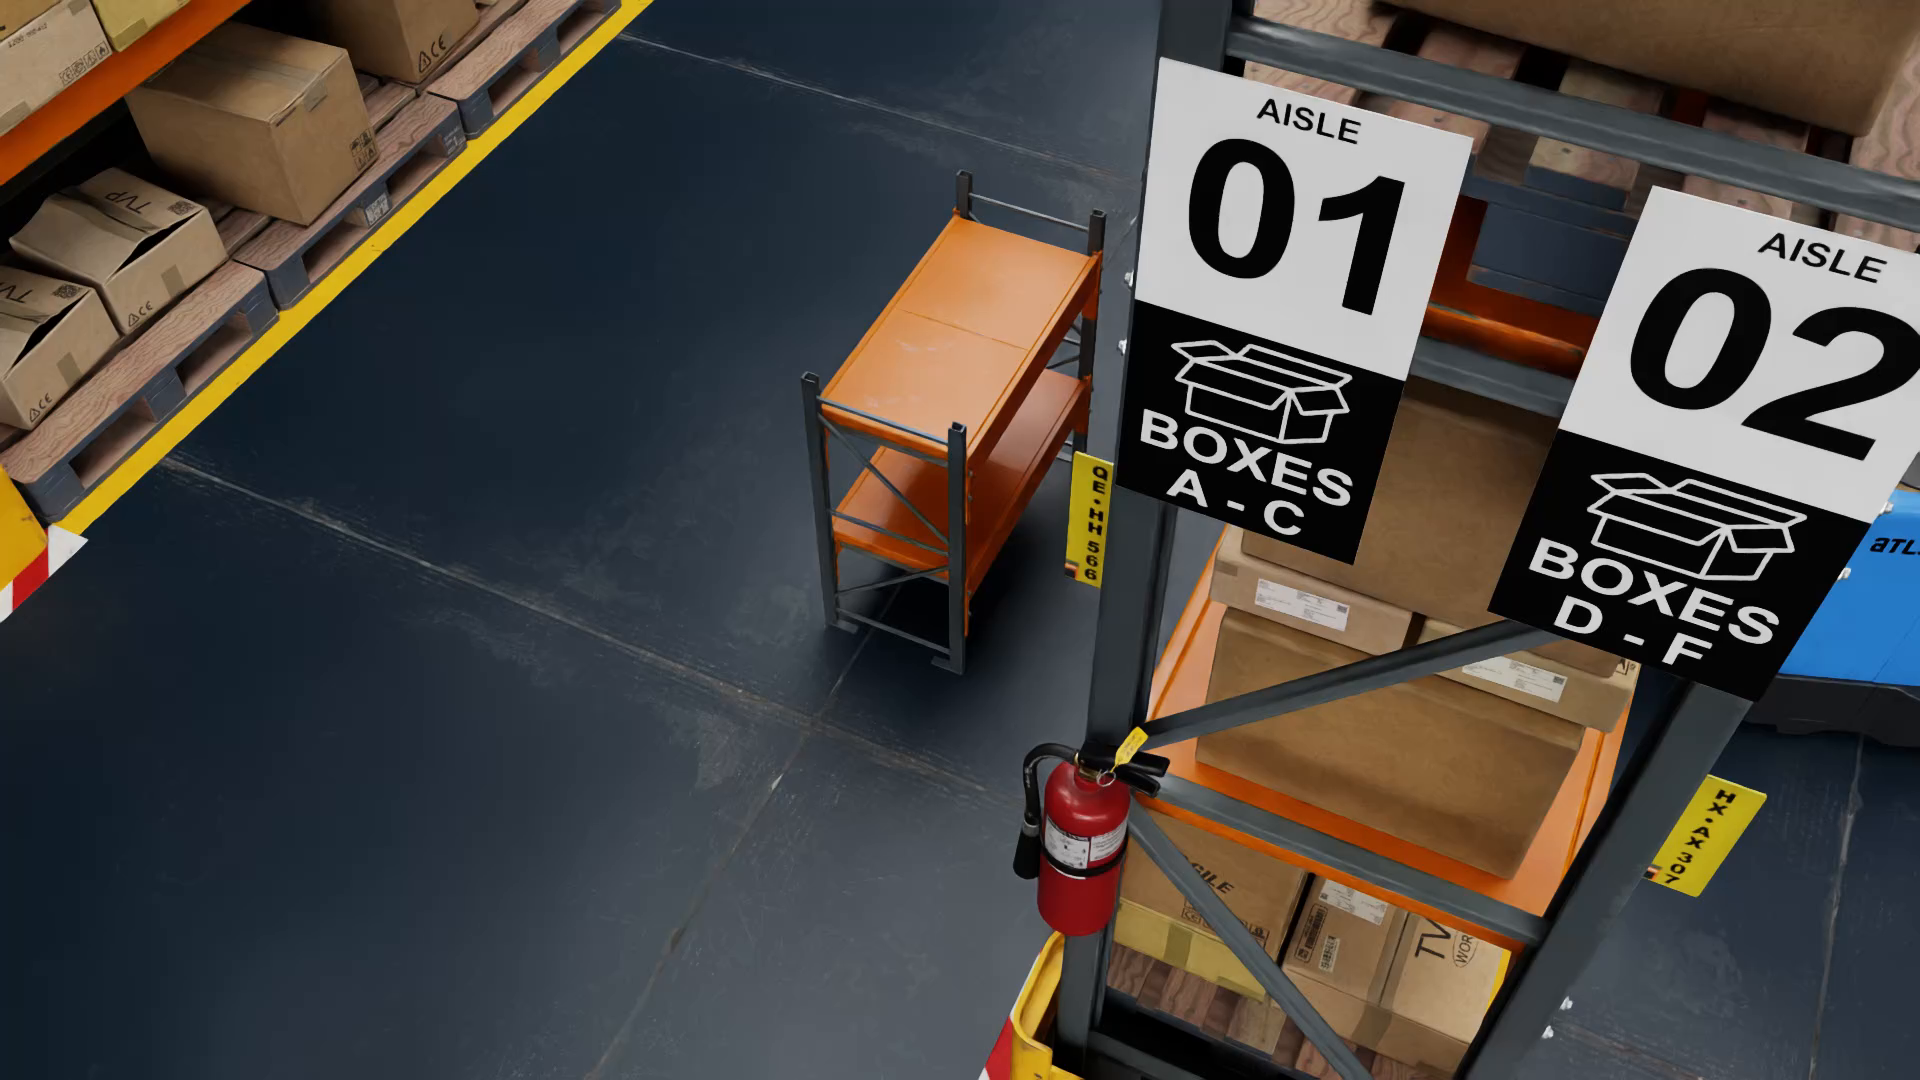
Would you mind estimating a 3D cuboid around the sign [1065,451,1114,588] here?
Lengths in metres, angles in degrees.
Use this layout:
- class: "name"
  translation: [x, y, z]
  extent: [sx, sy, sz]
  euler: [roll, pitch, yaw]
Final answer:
- class: "sign"
  translation: [0.236, -0.026, 2.887]
  extent: [0.100, 0.325, 0.005]
  euler: [20, 52, 16]

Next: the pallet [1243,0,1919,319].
- class: "pallet"
  translation: [1.046, -0.810, 2.558]
  extent: [1.003, 0.211, 1.213]
  euler: [20, 52, 16]

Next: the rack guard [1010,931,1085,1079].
- class: "rack guard"
  translation: [0.711, 1.439, 4.198]
  extent: [1.175, 0.500, 0.348]
  euler: [20, 52, 16]

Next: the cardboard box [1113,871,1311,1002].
- class: "cardboard box"
  translation: [0.683, 0.902, 4.543]
  extent: [0.500, 0.250, 0.500]
  euler: [20, 52, 16]

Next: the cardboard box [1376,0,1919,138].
- class: "cardboard box"
  translation: [0.970, -0.969, 2.200]
  extent: [0.797, 0.503, 0.637]
  euler: [23, 53, 18]

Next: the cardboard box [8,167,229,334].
- class: "cardboard box"
  translation: [-3.139, -1.108, 6.200]
  extent: [0.500, 0.311, 0.500]
  euler: [24, 54, 19]

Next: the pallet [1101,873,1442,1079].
- class: "pallet"
  translation: [1.010, 0.975, 4.781]
  extent: [1.003, 0.211, 1.213]
  euler: [20, 52, 16]

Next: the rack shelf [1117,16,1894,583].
- class: "rack shelf"
  translation: [1.575, -1.504, 3.563]
  extent: [1.077, 0.370, 4.000]
  euler: [20, 52, 16]

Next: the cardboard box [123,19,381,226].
- class: "cardboard box"
  translation: [-2.780, -1.658, 6.544]
  extent: [0.700, 0.500, 0.500]
  euler: [17, 52, 14]

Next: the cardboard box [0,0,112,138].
- class: "cardboard box"
  translation: [-3.055, -1.550, 5.185]
  extent: [0.500, 0.250, 0.500]
  euler: [18, 52, 15]

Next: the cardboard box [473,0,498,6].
- class: "cardboard box"
  translation: [-2.252, -2.598, 7.562]
  extent: [0.380, 0.166, 0.250]
  euler: [14, 51, 11]

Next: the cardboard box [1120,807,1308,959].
- class: "cardboard box"
  translation: [0.681, 0.658, 4.258]
  extent: [0.500, 0.500, 0.500]
  euler: [20, 52, 16]

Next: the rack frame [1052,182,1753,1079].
- class: "rack frame"
  translation: [0.721, 0.612, 3.260]
  extent: [1.000, 3.000, 0.127]
  euler: [20, 52, 16]

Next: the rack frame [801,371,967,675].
- class: "rack frame"
  translation: [-0.214, -0.019, 5.028]
  extent: [0.500, 1.125, 0.032]
  euler: [20, 52, 16]

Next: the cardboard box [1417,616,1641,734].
- class: "cardboard box"
  translation: [1.083, 0.169, 3.145]
  extent: [0.380, 0.149, 0.250]
  euler: [19, 52, 16]

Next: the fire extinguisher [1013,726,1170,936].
- class: "fire extinguisher"
  translation: [0.250, 0.567, 3.349]
  extent: [0.296, 0.674, 0.183]
  euler: [20, 52, 16]

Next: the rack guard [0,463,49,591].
- class: "rack guard"
  translation: [-3.727, -0.239, 5.626]
  extent: [1.175, 0.500, 0.348]
  euler: [20, 52, 16]

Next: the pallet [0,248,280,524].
- class: "pallet"
  translation: [-3.348, -0.694, 6.202]
  extent: [1.003, 0.211, 1.213]
  euler: [20, 52, 16]

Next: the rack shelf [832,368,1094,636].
- class: "rack shelf"
  translation: [0.003, -0.211, 5.512]
  extent: [0.538, 0.278, 1.000]
  euler: [20, 52, 16]

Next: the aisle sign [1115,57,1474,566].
- class: "aisle sign"
  translation: [0.427, -0.281, 2.312]
  extent: [0.394, 0.787, 0.004]
  euler: [20, 52, 16]

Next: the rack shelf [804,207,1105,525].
- class: "rack shelf"
  translation: [0.003, -0.559, 5.103]
  extent: [0.538, 0.278, 1.000]
  euler: [20, 52, 16]

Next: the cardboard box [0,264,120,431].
- class: "cardboard box"
  translation: [-3.383, -0.716, 5.866]
  extent: [0.500, 0.311, 0.500]
  euler: [14, 51, 12]

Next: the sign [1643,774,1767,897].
- class: "sign"
  translation: [1.220, 0.490, 2.743]
  extent: [0.100, 0.325, 0.005]
  euler: [20, 52, 16]

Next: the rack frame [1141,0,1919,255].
- class: "rack frame"
  translation: [0.721, -1.332, 0.975]
  extent: [1.000, 3.000, 0.127]
  euler: [20, 52, 16]

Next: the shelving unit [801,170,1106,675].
- class: "shelving unit"
  translation: [0.003, -0.369, 5.326]
  extent: [0.538, 1.125, 1.048]
  euler: [20, 52, 16]

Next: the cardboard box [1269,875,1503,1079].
- class: "cardboard box"
  translation: [1.151, 1.070, 4.400]
  extent: [0.500, 0.250, 0.500]
  euler: [20, 52, 16]

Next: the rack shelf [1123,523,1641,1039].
- class: "rack shelf"
  translation: [1.575, -0.532, 4.706]
  extent: [1.077, 0.370, 4.000]
  euler: [20, 52, 16]

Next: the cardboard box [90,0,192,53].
- class: "cardboard box"
  translation: [-2.832, -1.899, 5.482]
  extent: [0.500, 0.250, 0.500]
  euler: [19, 52, 16]

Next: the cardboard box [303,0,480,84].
- class: "cardboard box"
  translation: [-2.458, -2.356, 7.138]
  extent: [0.500, 0.500, 0.500]
  euler: [16, 52, 13]

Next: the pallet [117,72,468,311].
- class: "pallet"
  translation: [-2.826, -1.531, 6.914]
  extent: [1.003, 0.211, 1.213]
  euler: [20, 52, 16]

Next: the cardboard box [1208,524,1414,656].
- class: "cardboard box"
  translation: [0.712, 0.044, 3.251]
  extent: [0.380, 0.149, 0.250]
  euler: [19, 52, 15]

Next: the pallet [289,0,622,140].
- class: "pallet"
  translation: [-2.306, -2.374, 7.631]
  extent: [1.003, 0.211, 1.213]
  euler: [20, 52, 16]

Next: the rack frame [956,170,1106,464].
- class: "rack frame"
  translation: [0.220, -0.719, 5.623]
  extent: [0.500, 1.125, 0.032]
  euler: [20, 52, 16]

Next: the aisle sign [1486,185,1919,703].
- class: "aisle sign"
  translation: [0.970, -0.086, 2.146]
  extent: [0.394, 0.787, 0.004]
  euler: [20, 52, 16]

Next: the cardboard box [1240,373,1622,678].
- class: "cardboard box"
  translation: [0.955, -0.195, 3.029]
  extent: [0.700, 0.500, 0.500]
  euler: [20, 52, 16]

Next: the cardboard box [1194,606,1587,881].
- class: "cardboard box"
  translation: [0.932, 0.262, 3.492]
  extent: [0.700, 0.500, 0.500]
  euler: [20, 52, 16]

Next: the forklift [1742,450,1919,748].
- class: "forklift"
  translation: [3.927, -0.611, 4.345]
  extent: [3.031, 2.935, 1.130]
  euler: [5, 50, 4]
